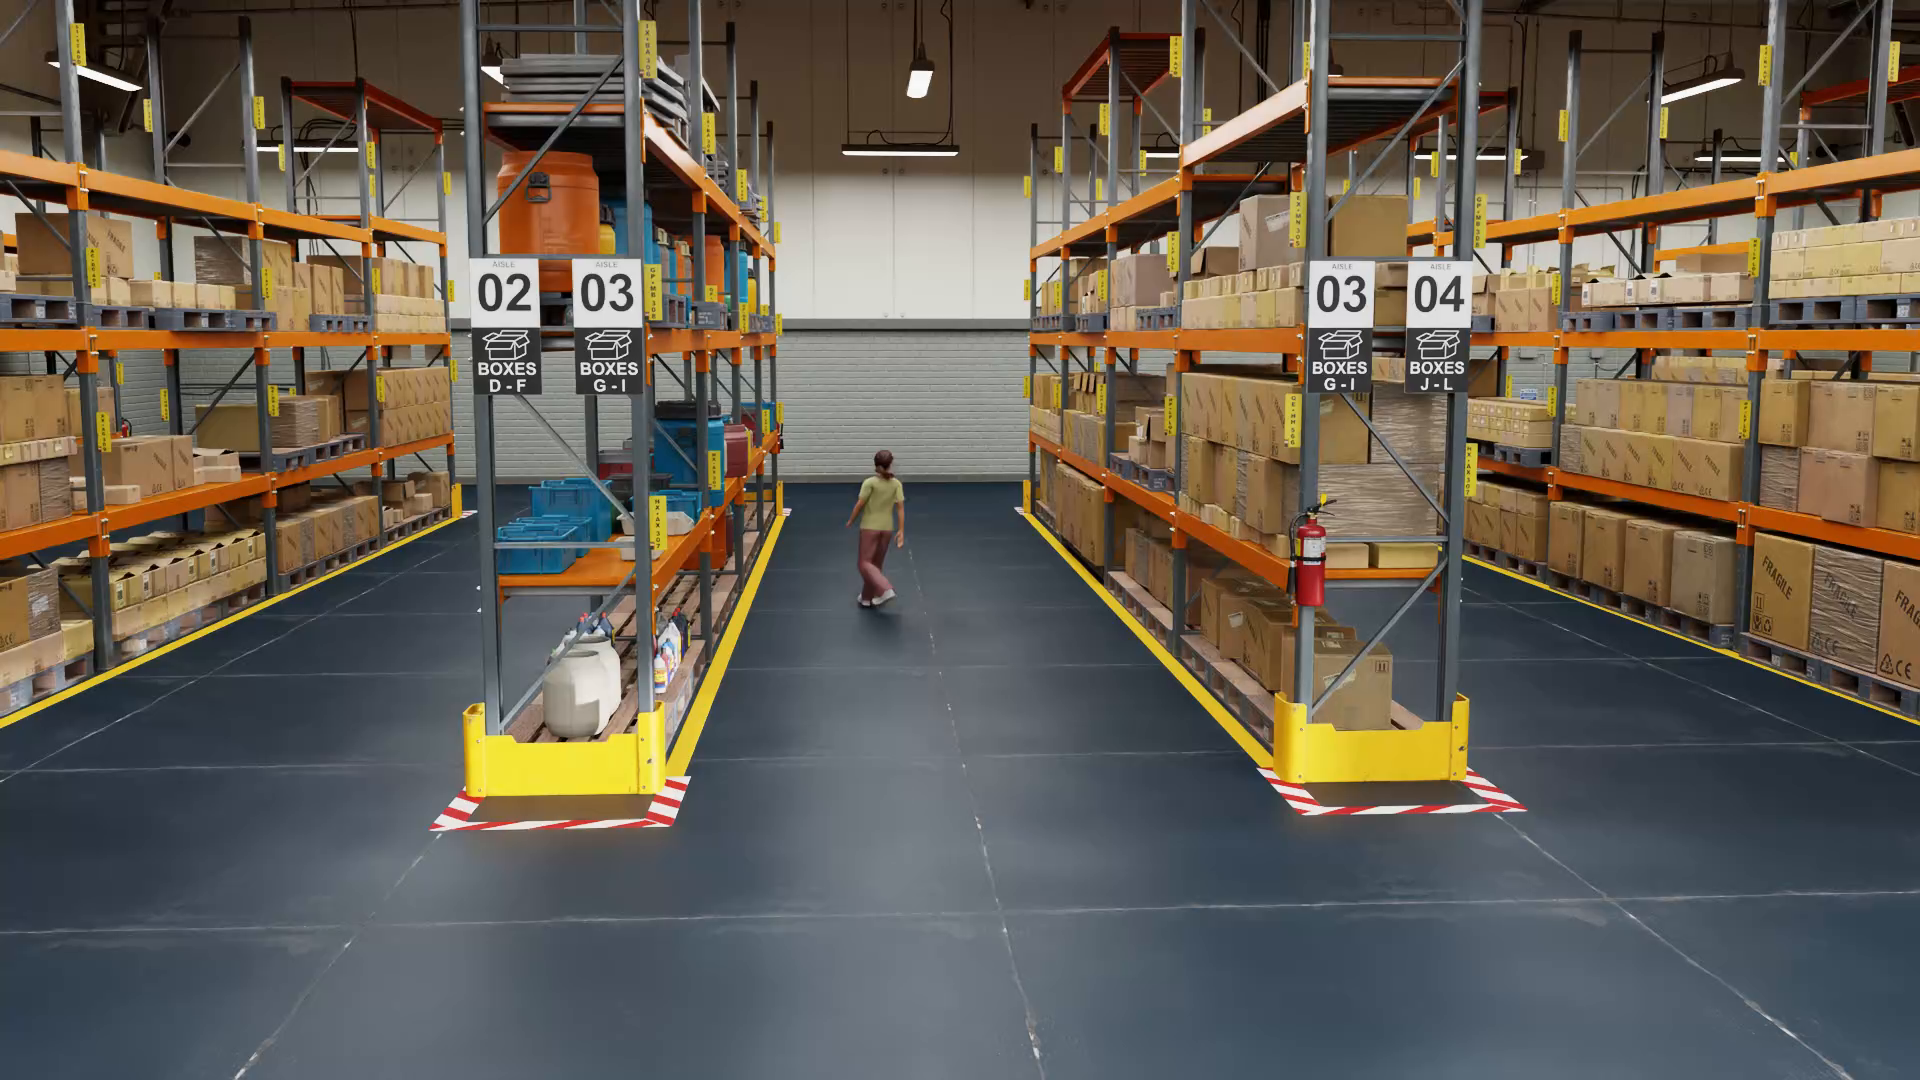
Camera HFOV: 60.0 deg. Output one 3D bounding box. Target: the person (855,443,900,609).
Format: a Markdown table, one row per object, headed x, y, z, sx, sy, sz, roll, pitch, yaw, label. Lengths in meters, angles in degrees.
| x | y | z | sx | sy | sz | roll | pitch | yaw | label |
| --- | --- | --- | --- | --- | --- | --- | --- | --- | --- |
| -0.825 | -0.126 | 16.719 | 0.453 | 1.696 | 0.432 | 0 | 7 | -3 | person |
